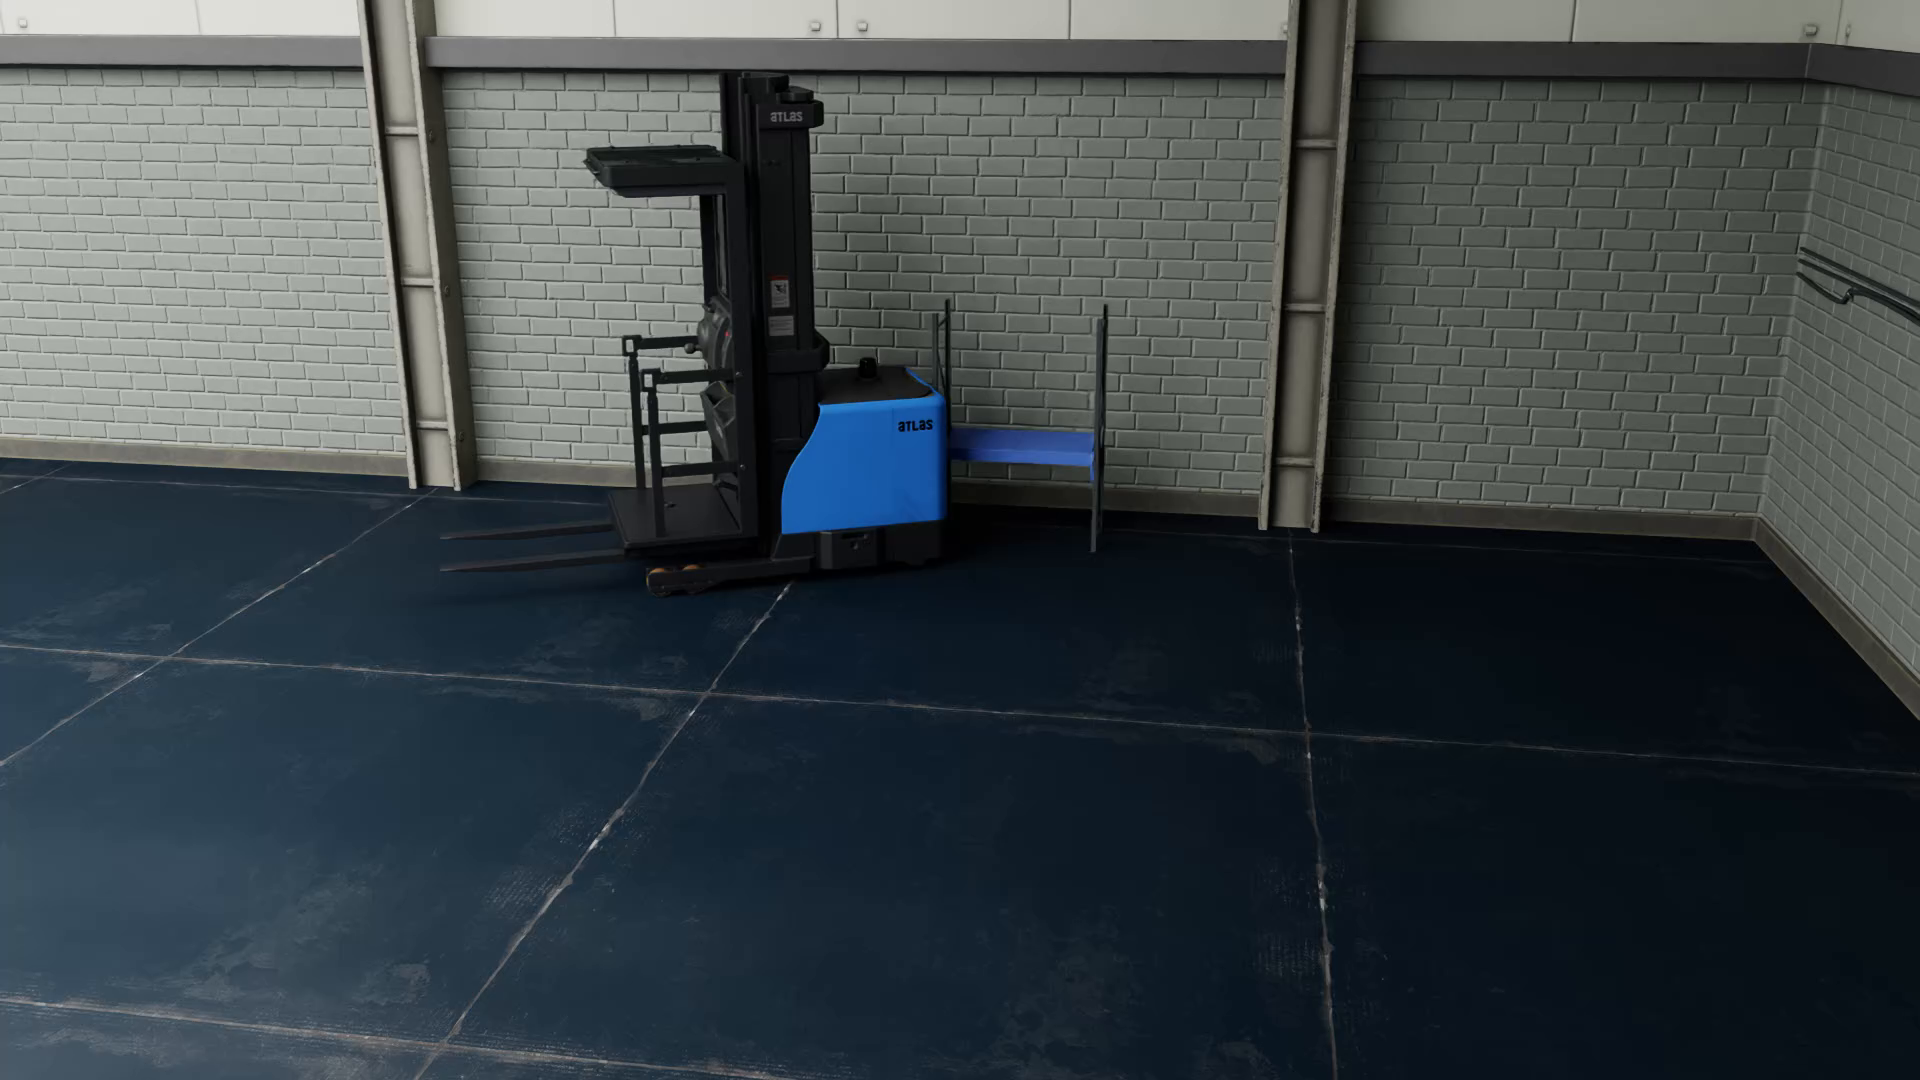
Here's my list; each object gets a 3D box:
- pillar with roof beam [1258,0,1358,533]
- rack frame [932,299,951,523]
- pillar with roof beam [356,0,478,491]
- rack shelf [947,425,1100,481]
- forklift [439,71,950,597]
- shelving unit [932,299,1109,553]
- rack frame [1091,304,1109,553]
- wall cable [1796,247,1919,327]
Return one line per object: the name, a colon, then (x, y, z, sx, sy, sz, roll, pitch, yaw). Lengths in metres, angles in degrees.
pillar with roof beam: (1.515, -3.026, 5.666, 0.400, 9.000, 9.100, 3, 19, 9)
rack frame: (-0.115, -0.761, 10.714, 0.032, 1.500, 0.500, 3, 19, 9)
pillar with roof beam: (-4.409, -3.328, 6.568, 0.400, 9.000, 9.100, 3, 19, 9)
rack shelf: (0.387, -0.564, 10.692, 1.000, 0.185, 0.538, 3, 19, 9)
forklift: (-1.640, -1.243, 9.898, 3.031, 2.935, 1.130, -5, 19, -16)
shelving unit: (0.387, -0.735, 10.635, 1.048, 1.500, 0.538, 3, 19, 9)
rack frame: (0.888, -0.708, 10.556, 0.032, 1.500, 0.500, 3, 19, 9)
wall cable: (4.897, -2.340, 8.508, 0.112, 2.526, 3.097, 3, 19, 9)
